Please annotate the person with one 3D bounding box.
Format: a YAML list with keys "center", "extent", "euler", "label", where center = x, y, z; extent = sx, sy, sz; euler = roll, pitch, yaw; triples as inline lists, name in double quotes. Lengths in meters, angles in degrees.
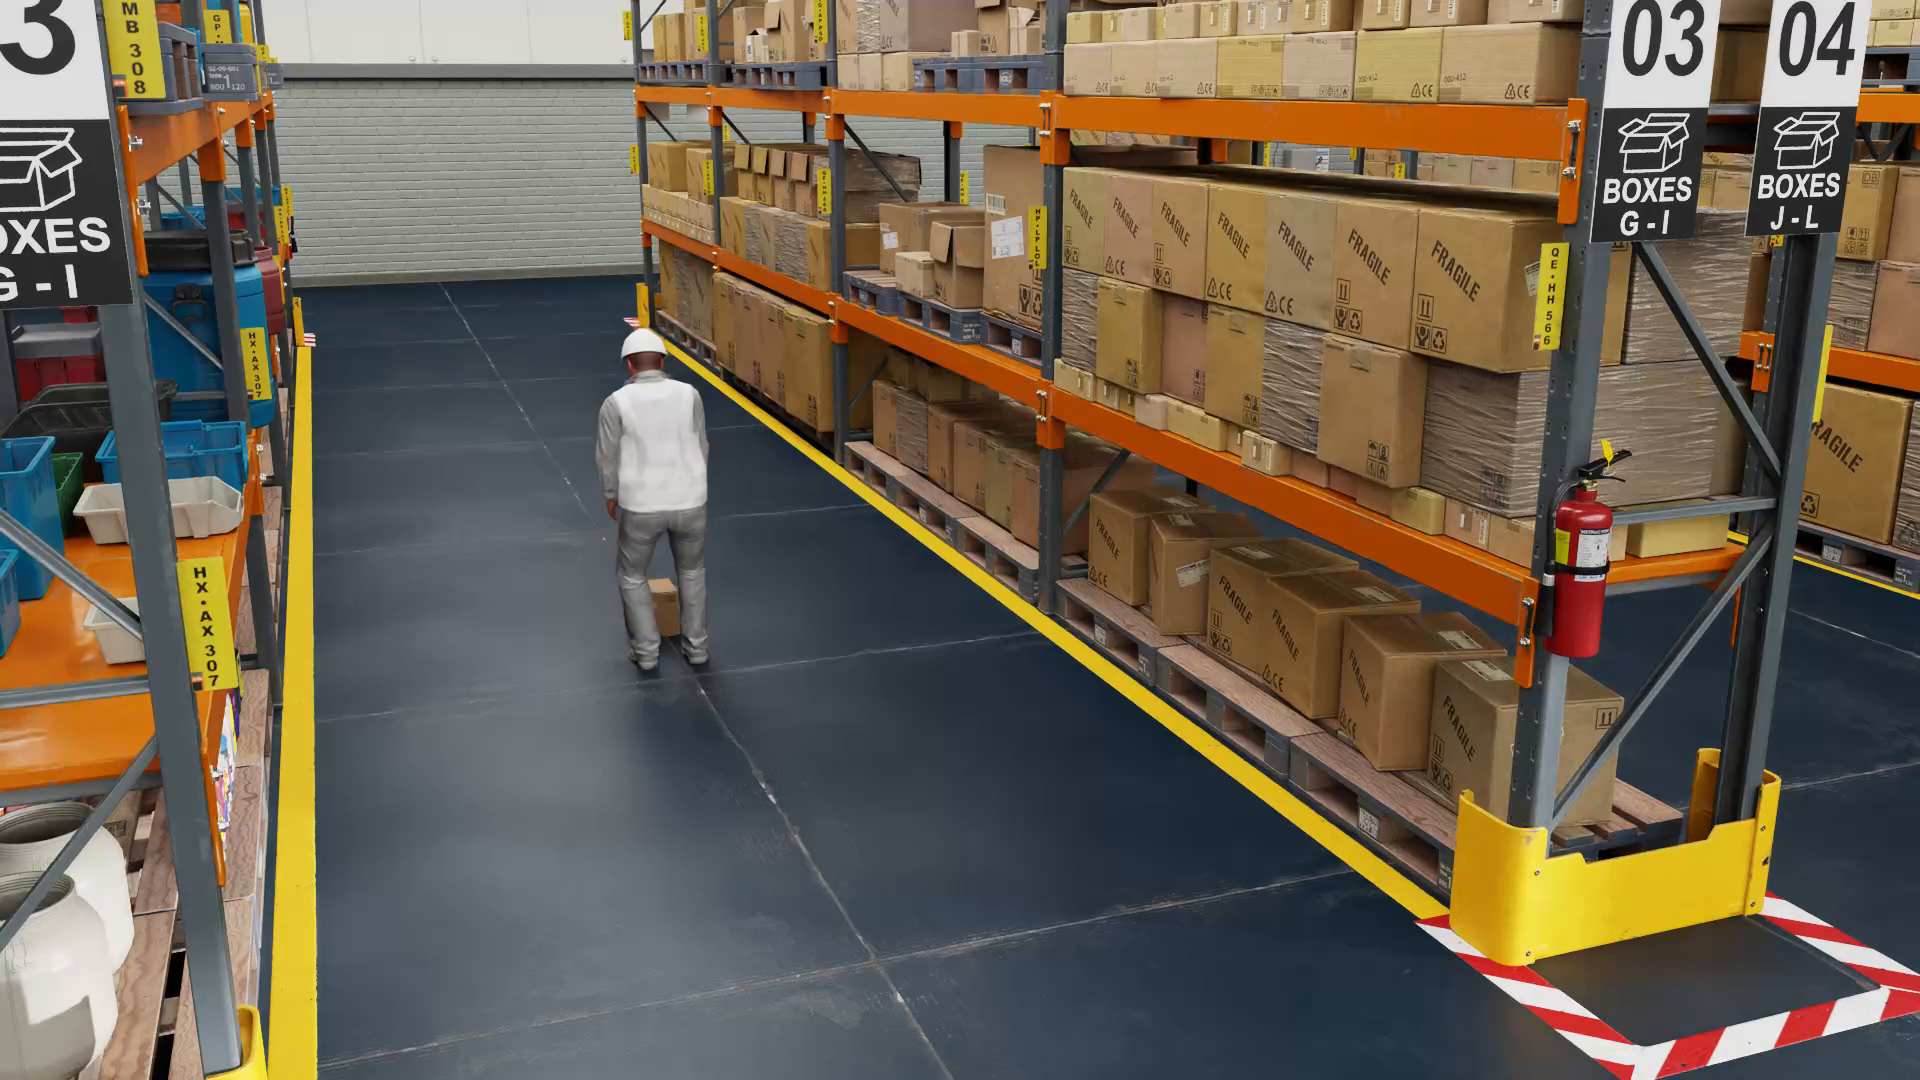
- center: [-1.533, -0.199, 8.358]
  extent: [0.567, 1.695, 0.516]
  euler: [-5, 16, -19]
  label: "person"
